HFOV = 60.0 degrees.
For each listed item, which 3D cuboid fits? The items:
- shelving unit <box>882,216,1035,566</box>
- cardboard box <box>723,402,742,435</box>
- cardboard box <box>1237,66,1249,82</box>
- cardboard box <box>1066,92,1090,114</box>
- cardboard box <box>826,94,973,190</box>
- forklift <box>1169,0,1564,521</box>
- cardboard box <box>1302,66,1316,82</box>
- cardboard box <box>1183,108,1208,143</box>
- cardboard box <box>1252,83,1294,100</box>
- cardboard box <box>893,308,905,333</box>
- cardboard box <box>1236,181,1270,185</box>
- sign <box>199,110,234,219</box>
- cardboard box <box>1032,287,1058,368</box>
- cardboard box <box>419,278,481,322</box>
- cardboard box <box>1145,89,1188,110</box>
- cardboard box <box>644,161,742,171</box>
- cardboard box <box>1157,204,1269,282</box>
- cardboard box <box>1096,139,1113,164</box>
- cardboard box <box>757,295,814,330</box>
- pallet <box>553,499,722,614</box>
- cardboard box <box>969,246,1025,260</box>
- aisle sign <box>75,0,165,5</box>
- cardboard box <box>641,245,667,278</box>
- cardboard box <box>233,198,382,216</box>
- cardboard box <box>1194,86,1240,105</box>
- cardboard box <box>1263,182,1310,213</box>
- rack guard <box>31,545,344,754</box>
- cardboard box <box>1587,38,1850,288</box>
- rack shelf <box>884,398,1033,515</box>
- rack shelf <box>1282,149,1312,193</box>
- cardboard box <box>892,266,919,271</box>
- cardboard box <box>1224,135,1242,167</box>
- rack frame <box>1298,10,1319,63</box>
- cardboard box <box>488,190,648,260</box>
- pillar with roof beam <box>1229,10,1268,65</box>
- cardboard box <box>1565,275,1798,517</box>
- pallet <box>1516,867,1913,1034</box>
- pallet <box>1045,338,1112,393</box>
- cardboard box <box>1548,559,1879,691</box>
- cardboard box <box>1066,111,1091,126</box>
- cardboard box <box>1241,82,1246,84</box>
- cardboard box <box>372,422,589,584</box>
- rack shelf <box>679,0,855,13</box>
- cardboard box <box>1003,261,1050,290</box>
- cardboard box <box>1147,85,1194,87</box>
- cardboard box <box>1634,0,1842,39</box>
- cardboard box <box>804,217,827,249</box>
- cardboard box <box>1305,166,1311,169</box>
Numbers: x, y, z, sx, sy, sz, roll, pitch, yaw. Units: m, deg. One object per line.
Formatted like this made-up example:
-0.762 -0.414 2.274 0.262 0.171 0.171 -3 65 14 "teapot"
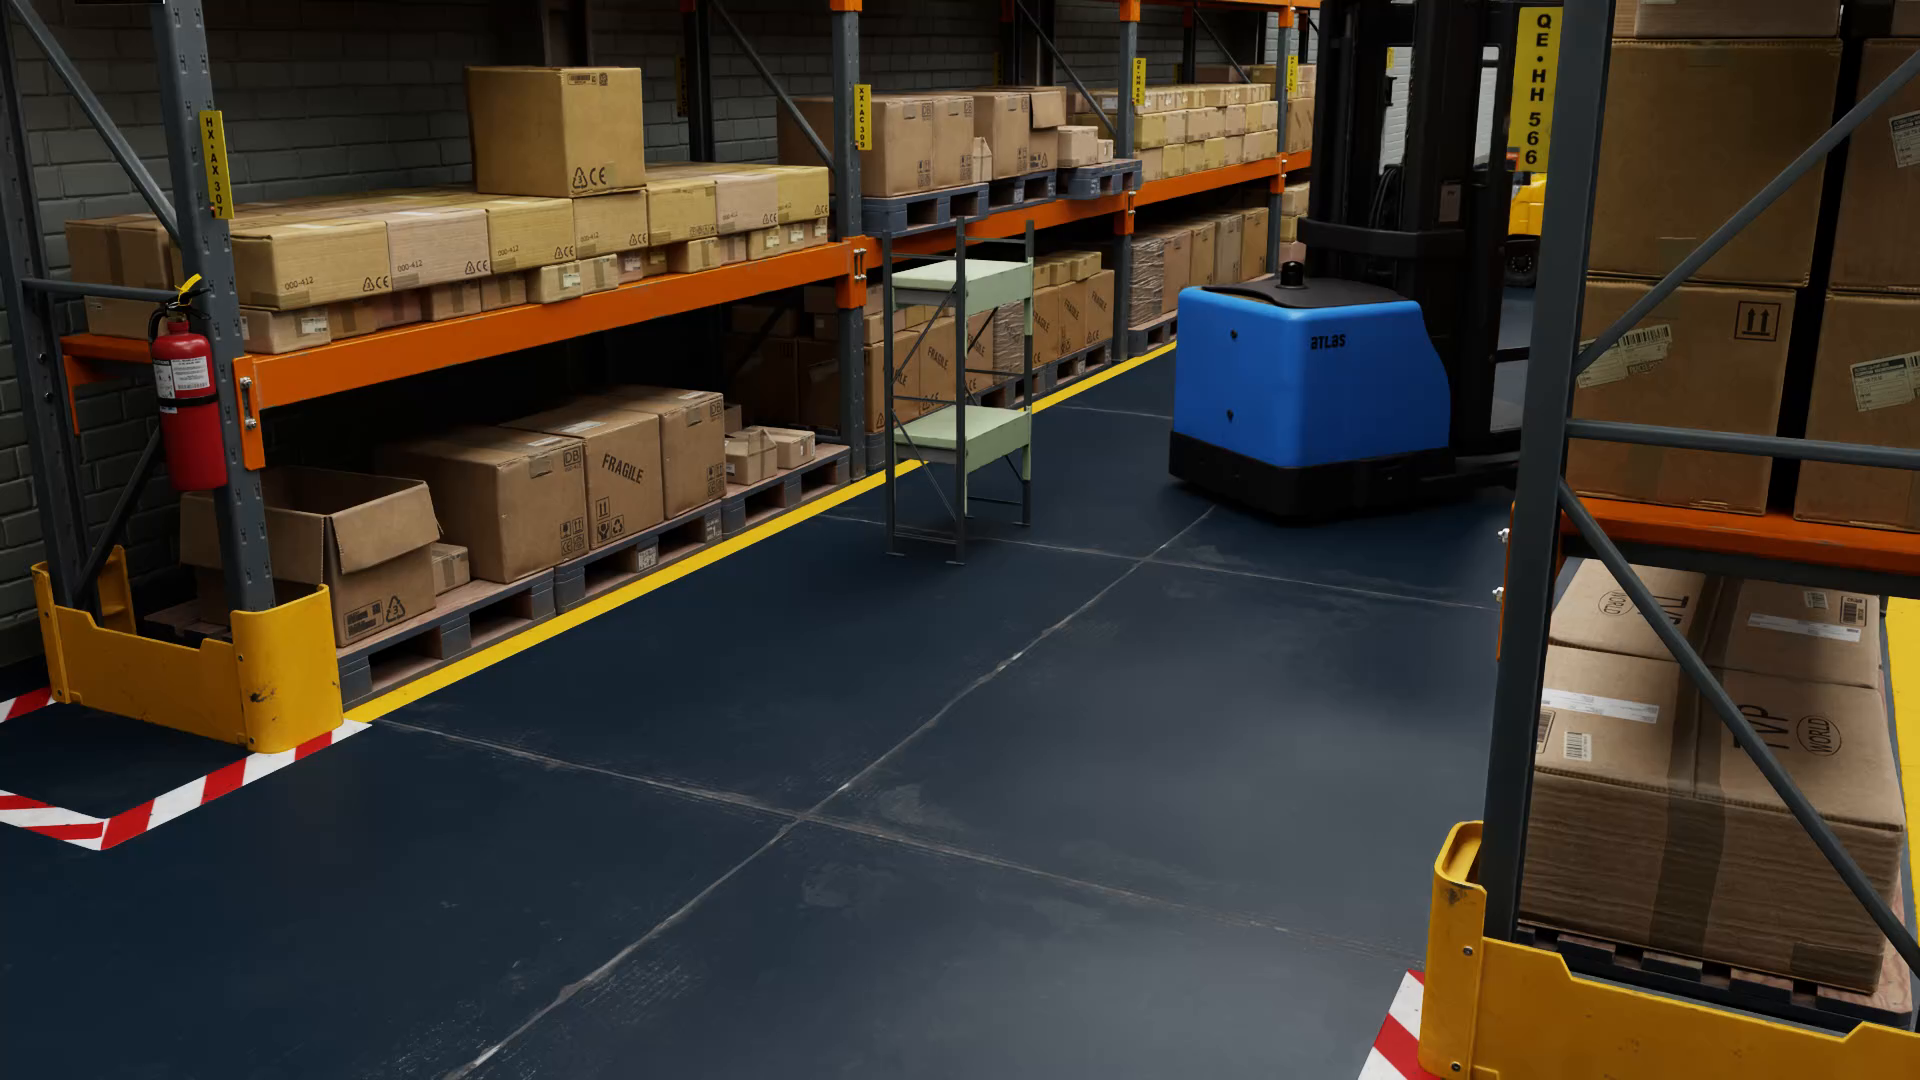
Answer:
0.003 -0.721 7.817 0.431 1.500 0.755 8 18 25 "shelving unit"
-1.499 -0.603 8.769 0.500 0.311 0.500 9 19 27 "cardboard box"
2.604 -4.546 16.224 0.380 0.149 0.250 8 18 24 "cardboard box"
0.759 -3.315 12.601 0.380 0.149 0.250 9 19 27 "cardboard box"
-0.345 -2.304 9.601 0.700 0.500 0.500 8 18 26 "cardboard box"
2.676 -1.778 8.861 3.031 2.935 1.130 -8 19 -26 "forklift"
3.339 -4.608 16.432 0.380 0.149 0.250 9 19 27 "cardboard box"
1.687 -3.355 13.438 0.500 0.250 0.500 8 18 24 "cardboard box"
2.960 -4.273 15.827 0.380 0.149 0.250 8 18 24 "cardboard box"
-0.539 -1.280 9.580 0.380 0.149 0.250 8 18 24 "cardboard box"
2.842 -3.510 16.908 0.500 0.250 0.500 8 18 25 "cardboard box"
-2.294 -1.155 5.126 0.100 0.325 0.005 8 18 25 "sign"
0.334 -1.455 11.309 0.500 0.500 0.500 9 19 28 "cardboard box"
-2.061 -0.936 6.350 0.380 0.149 0.250 9 19 27 "cardboard box"
1.602 -3.523 13.301 0.380 0.149 0.250 8 18 26 "cardboard box"
-1.455 -1.807 8.582 0.500 0.250 0.500 8 18 25 "cardboard box"
2.359 -2.795 15.599 0.875 0.625 0.625 9 19 28 "cardboard box"
0.845 -2.712 11.590 0.380 0.149 0.250 8 19 26 "cardboard box"
-0.973 -1.340 9.783 0.380 0.149 0.250 8 18 25 "cardboard box"
-1.844 -0.005 7.670 1.003 0.211 1.213 8 18 25 "pallet"
0.283 -2.068 12.232 0.380 0.149 0.250 9 19 28 "cardboard box"
-2.547 -2.001 4.927 0.394 0.787 0.004 8 18 25 "aisle sign"
-1.546 -1.273 7.482 0.380 0.149 0.250 8 18 26 "cardboard box"
-2.580 -1.162 6.410 0.500 0.250 0.500 8 18 26 "cardboard box"
2.201 -3.843 14.381 0.380 0.149 0.250 8 18 24 "cardboard box"
3.317 -3.441 16.676 0.500 0.250 0.500 8 18 25 "cardboard box"
-2.746 0.369 5.902 1.175 0.500 0.348 8 18 25 "rack guard"
1.665 -0.859 3.717 0.500 0.500 0.500 9 19 27 "cardboard box"
0.003 -0.408 7.909 0.431 0.370 0.720 8 18 25 "rack shelf"
3.476 -4.031 17.590 1.077 0.370 4.000 8 18 25 "rack shelf"
-0.247 -1.732 11.100 0.380 0.149 0.250 8 18 26 "cardboard box"
2.122 -3.381 14.403 0.500 0.250 0.500 8 18 26 "cardboard box"
4.370 -4.885 19.203 1.000 3.000 0.127 8 18 25 "rack frame"
-1.678 -1.352 7.050 0.500 0.250 0.500 8 18 24 "cardboard box"
7.104 -7.150 16.294 9.100 9.000 0.400 8 18 25 "pillar with roof beam"
1.641 -0.383 3.871 0.500 0.500 0.500 8 18 26 "cardboard box"
1.950 0.944 4.475 1.003 0.211 1.213 8 18 25 "pallet"
0.428 -1.325 12.115 1.003 0.211 1.213 8 18 25 "pallet"
2.269 0.433 5.061 0.875 0.438 0.875 9 19 27 "cardboard box"
0.747 -3.165 12.796 0.500 0.250 0.500 9 19 27 "cardboard box"
2.577 -4.408 16.281 0.380 0.149 0.250 8 18 24 "cardboard box"
-2.005 -0.169 6.978 0.700 0.500 0.500 9 19 28 "cardboard box"
-1.886 -2.412 6.872 1.077 0.370 4.000 8 18 25 "rack shelf"
0.391 -1.807 11.353 0.380 0.149 0.250 9 19 27 "cardboard box"
1.859 -3.970 14.807 0.380 0.149 0.250 8 18 25 "cardboard box"
1.644 -1.134 3.503 0.380 0.149 0.250 8 18 26 "cardboard box"
-0.909 -1.595 8.566 0.380 0.149 0.250 8 18 26 "cardboard box"
3.986 -4.149 19.061 0.500 0.250 0.500 8 18 25 "cardboard box"
